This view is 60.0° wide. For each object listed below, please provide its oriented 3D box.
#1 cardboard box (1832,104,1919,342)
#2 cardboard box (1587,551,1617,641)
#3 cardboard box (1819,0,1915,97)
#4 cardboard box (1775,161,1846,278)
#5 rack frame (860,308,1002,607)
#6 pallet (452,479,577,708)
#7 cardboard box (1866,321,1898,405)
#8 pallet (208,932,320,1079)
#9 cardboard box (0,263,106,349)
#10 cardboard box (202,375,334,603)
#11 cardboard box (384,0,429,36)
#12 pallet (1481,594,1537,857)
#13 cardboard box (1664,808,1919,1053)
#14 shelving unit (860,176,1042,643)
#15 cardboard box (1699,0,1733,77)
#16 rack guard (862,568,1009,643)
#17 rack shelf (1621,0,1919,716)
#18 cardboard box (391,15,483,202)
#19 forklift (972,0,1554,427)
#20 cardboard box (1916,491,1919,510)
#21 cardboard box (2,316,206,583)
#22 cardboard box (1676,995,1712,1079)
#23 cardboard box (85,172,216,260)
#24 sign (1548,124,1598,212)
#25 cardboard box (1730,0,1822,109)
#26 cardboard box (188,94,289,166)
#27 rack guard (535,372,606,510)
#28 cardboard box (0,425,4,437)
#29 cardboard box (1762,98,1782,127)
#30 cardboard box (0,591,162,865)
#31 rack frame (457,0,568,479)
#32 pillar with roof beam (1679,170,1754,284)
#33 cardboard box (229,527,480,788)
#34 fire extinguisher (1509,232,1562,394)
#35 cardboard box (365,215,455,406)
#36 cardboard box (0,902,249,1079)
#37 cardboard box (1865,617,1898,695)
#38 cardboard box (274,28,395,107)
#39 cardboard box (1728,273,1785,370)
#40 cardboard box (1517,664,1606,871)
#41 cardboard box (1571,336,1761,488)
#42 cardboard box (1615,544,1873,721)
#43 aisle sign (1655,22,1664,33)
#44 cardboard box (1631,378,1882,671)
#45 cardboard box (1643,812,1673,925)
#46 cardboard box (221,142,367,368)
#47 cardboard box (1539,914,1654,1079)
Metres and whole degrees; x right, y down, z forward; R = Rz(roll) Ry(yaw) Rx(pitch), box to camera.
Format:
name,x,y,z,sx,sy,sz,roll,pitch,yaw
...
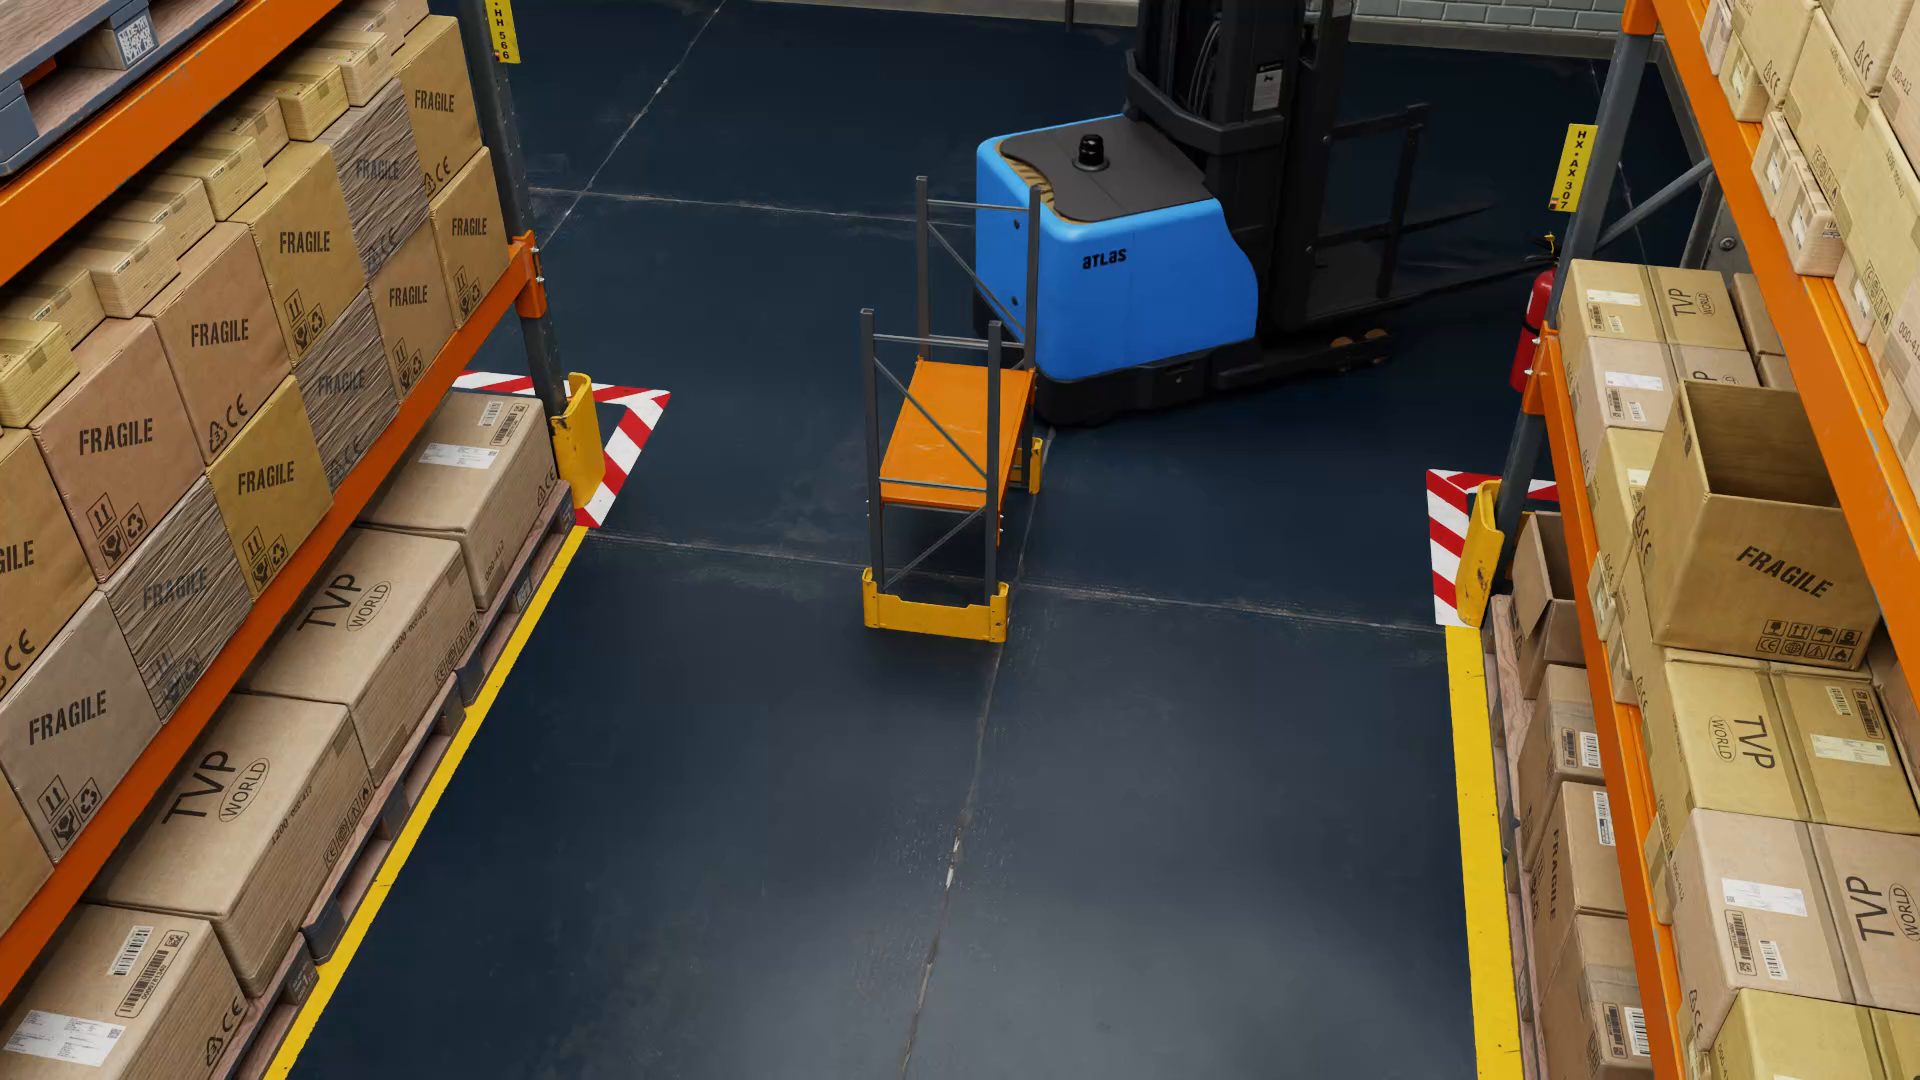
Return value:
name,x,y,z,sx,sy,sz,roll,pitch,yaw
cardboard box,1.991,-0.577,3.124,0.500,0.250,0.500,7,40,9
cardboard box,2.067,0.179,4.876,0.380,0.149,0.250,5,40,6
cardboard box,2.084,-1.096,3.360,0.500,0.250,0.500,7,40,9
cardboard box,1.983,-0.673,3.553,0.380,0.149,0.250,7,40,9
rack frame,-0.103,-0.205,6.321,0.500,1.500,0.032,6,40,8
pallet,-2.284,0.144,6.911,1.003,0.211,1.213,6,40,8
cardboard box,1.968,-0.343,3.154,0.380,0.149,0.250,8,40,9
pallet,-2.707,1.675,5.059,1.003,0.211,1.213,6,40,8
cardboard box,-2.433,-0.582,4.227,0.380,0.149,0.250,6,40,8
cardboard box,-2.303,-0.185,5.042,0.500,0.500,0.500,8,40,9
cardboard box,-2.088,-1.868,5.783,0.380,0.149,0.250,7,40,8
pallet,2.516,0.726,6.206,1.003,0.211,1.213,6,40,8
cardboard box,1.894,0.894,3.698,0.500,0.250,0.500,7,40,8
shelving unit,-0.013,-0.530,6.714,0.587,1.500,1.083,6,40,8
cardboard box,2.157,-1.310,4.323,0.380,0.149,0.250,7,40,9
rack guard,-0.099,0.264,6.734,0.587,0.250,0.087,6,40,8
rack shelf,2.320,-0.520,3.736,1.077,0.370,4.000,6,40,8
cardboard box,-2.072,-1.537,5.891,0.500,0.500,0.500,8,40,9
forklift,1.630,-2.267,7.692,3.031,2.935,1.130,-15,42,-17
cardboard box,1.846,-0.025,2.769,0.380,0.149,0.250,8,40,9
cardboard box,-2.401,-0.264,4.352,0.500,0.500,0.500,7,40,9
cardboard box,1.825,1.151,3.701,0.380,0.149,0.250,7,40,9
cardboard box,-2.319,-0.899,4.611,0.380,0.149,0.250,8,40,9
sign,2.132,-1.290,5.777,0.100,0.325,0.005,6,40,8
cardboard box,2.152,-1.220,3.902,0.500,0.250,0.500,5,40,6
cardboard box,-2.269,-1.225,5.005,0.380,0.149,0.250,6,40,7
rack guard,-2.219,-0.493,7.454,1.175,0.500,0.348,6,40,8
cardboard box,-2.470,-0.252,3.828,0.380,0.149,0.250,6,40,7
cardboard box,2.137,-0.983,3.928,0.380,0.149,0.250,6,40,7
cardboard box,-2.485,0.449,4.274,0.500,0.500,0.500,7,40,8
rack frame,-2.223,-1.442,6.640,1.000,3.000,0.127,6,40,8
pillar with roof beam,-0.219,-5.276,6.569,9.100,9.000,0.400,6,40,8
cardboard box,-2.389,0.385,6.112,0.875,0.438,0.875,7,40,9
fire extinguisher,2.237,-0.866,6.297,0.296,0.674,0.183,6,40,8
cardboard box,-2.148,-0.835,5.827,0.500,0.500,0.500,6,40,7
cardboard box,-2.701,1.512,4.748,0.875,0.438,0.875,6,40,7
cardboard box,2.577,0.326,4.385,0.500,0.250,0.500,6,40,8
cardboard box,-2.070,-1.535,5.380,0.380,0.149,0.250,6,40,7
cardboard box,2.848,-0.635,5.549,0.500,0.250,0.500,7,40,9
cardboard box,2.281,0.811,5.548,0.700,0.500,0.500,8,40,9
cardboard box,2.236,-0.382,5.242,0.500,0.250,0.500,7,40,8
cardboard box,2.084,0.260,4.466,0.500,0.250,0.500,5,40,7
aisle sign,2.389,-1.974,5.243,0.394,0.787,0.004,6,40,8
cardboard box,2.063,-0.046,4.247,0.500,0.500,0.500,7,40,9
cardboard box,1.914,0.826,4.094,0.380,0.149,0.250,6,40,7
cardboard box,-2.222,-0.895,5.116,0.500,0.500,0.500,6,40,7
cardboard box,2.101,1.462,4.760,0.700,0.500,0.500,5,40,6
